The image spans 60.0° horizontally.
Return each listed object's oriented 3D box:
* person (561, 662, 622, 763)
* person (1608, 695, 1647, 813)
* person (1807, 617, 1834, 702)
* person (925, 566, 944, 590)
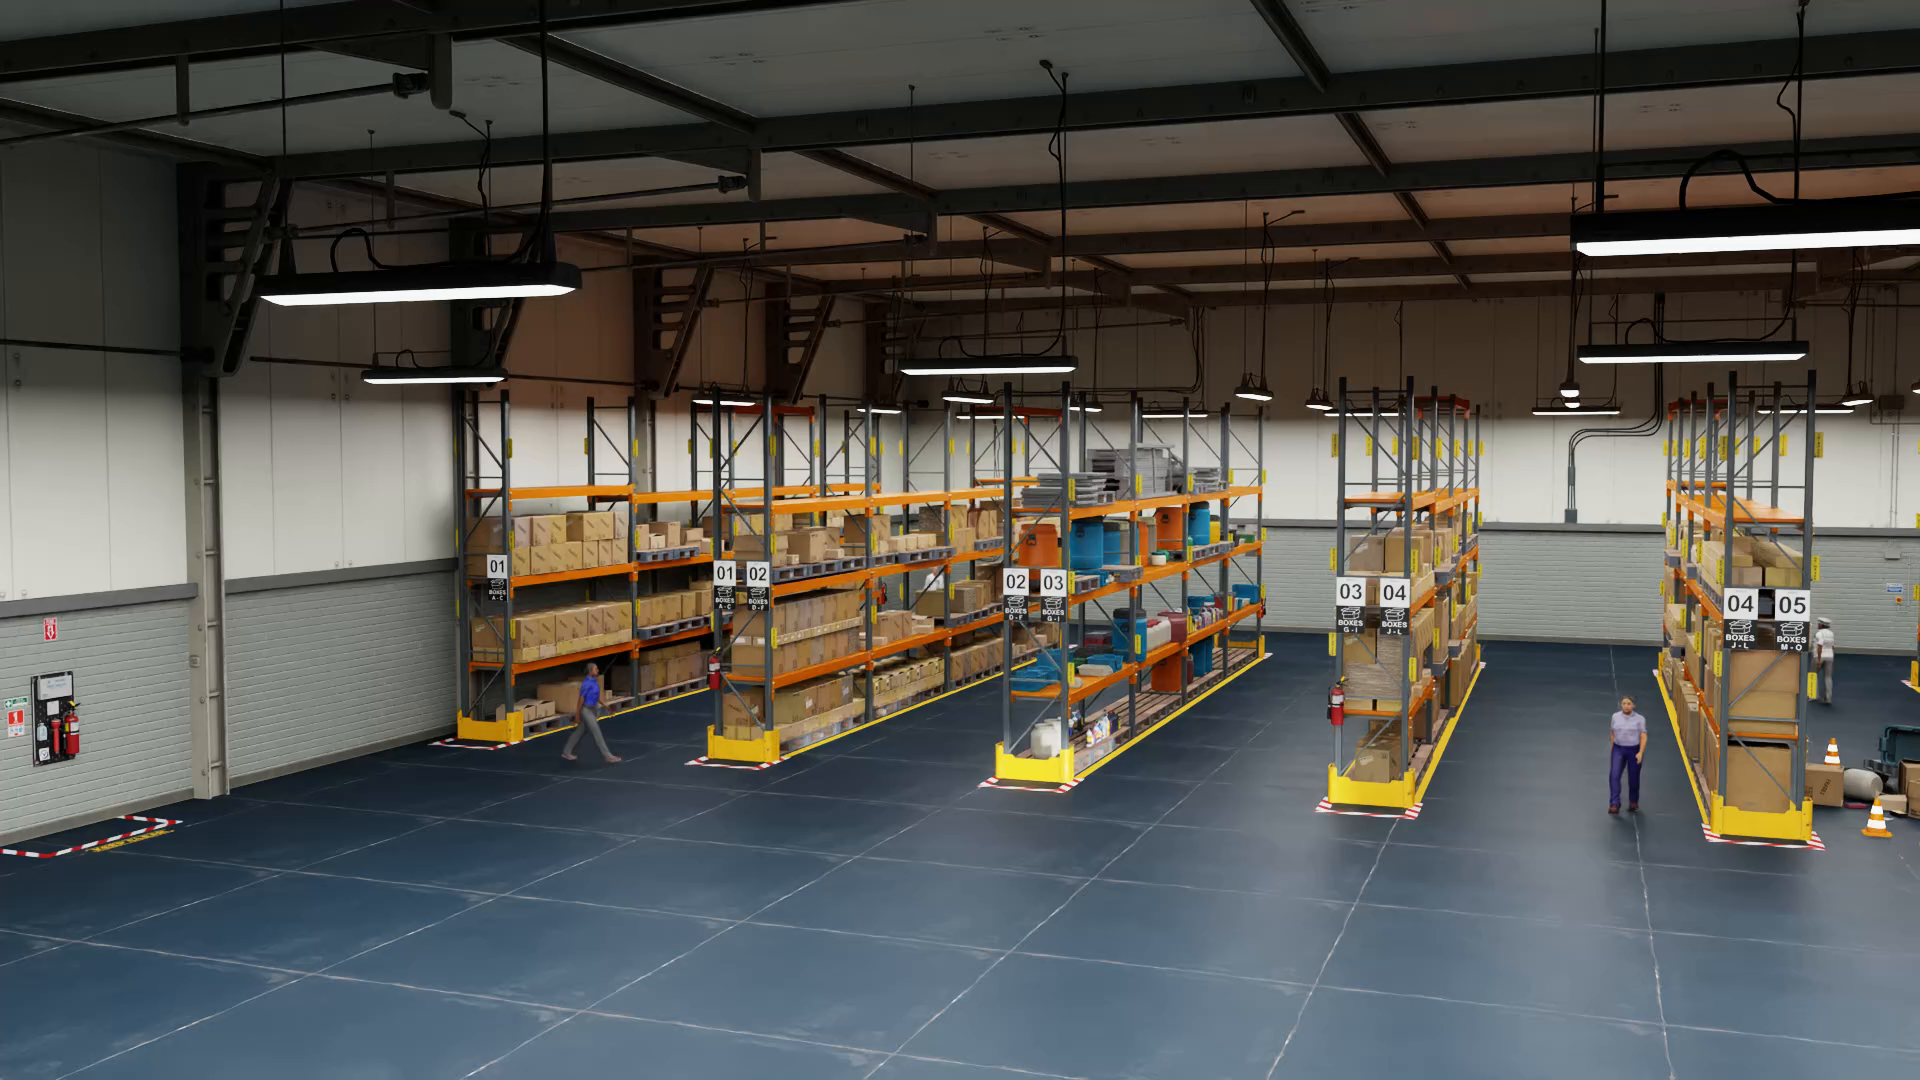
[{"bbox_3d":[-5.858,2.729,26.385,1.059,1.574,0.512,1,3,13],"label":"person"},{"bbox_3d":[9.140,2.928,22.769,0.491,1.596,0.974,2,4,28],"label":"person"},{"bbox_3d":[17.005,2.387,32.721,0.454,1.725,0.553,0,3,4],"label":"person"},{"bbox_3d":[-0.738,1.559,46.529,0.584,1.738,0.961,-3,4,-40],"label":"person"}]
